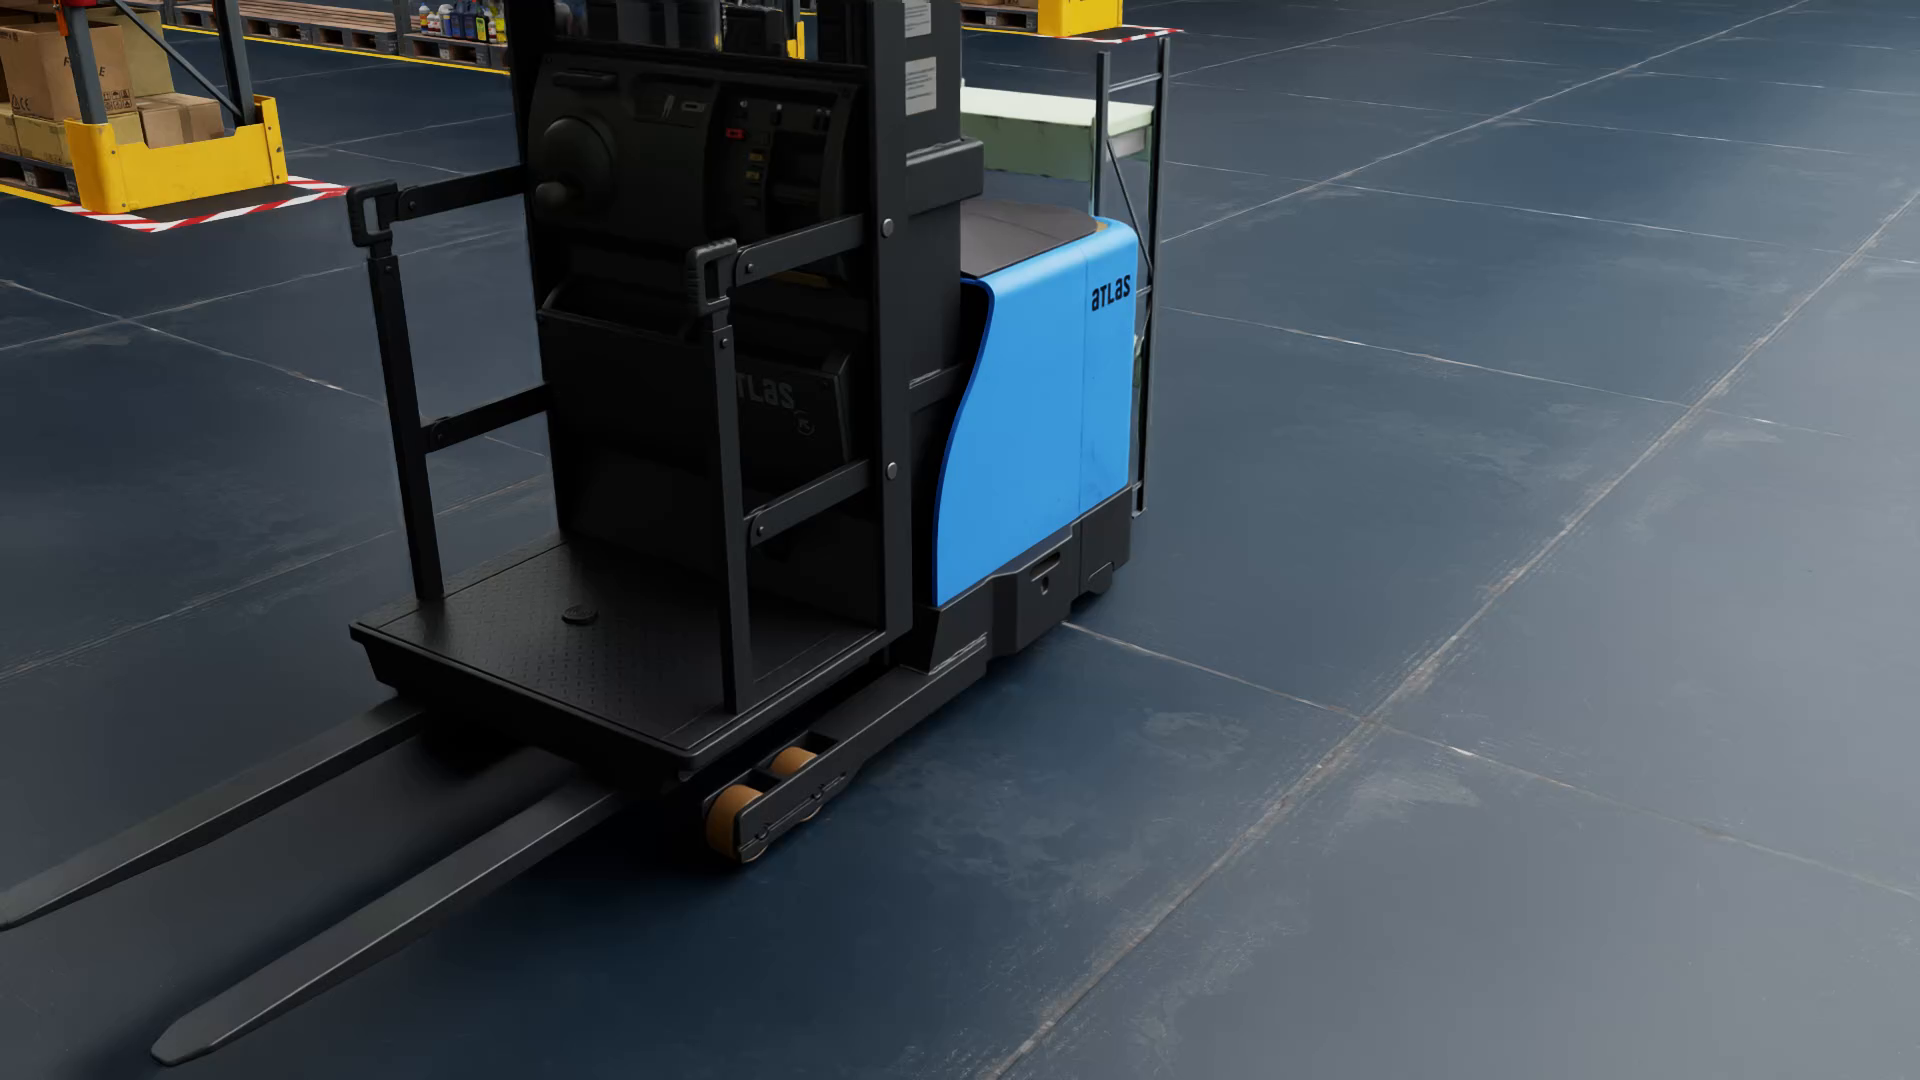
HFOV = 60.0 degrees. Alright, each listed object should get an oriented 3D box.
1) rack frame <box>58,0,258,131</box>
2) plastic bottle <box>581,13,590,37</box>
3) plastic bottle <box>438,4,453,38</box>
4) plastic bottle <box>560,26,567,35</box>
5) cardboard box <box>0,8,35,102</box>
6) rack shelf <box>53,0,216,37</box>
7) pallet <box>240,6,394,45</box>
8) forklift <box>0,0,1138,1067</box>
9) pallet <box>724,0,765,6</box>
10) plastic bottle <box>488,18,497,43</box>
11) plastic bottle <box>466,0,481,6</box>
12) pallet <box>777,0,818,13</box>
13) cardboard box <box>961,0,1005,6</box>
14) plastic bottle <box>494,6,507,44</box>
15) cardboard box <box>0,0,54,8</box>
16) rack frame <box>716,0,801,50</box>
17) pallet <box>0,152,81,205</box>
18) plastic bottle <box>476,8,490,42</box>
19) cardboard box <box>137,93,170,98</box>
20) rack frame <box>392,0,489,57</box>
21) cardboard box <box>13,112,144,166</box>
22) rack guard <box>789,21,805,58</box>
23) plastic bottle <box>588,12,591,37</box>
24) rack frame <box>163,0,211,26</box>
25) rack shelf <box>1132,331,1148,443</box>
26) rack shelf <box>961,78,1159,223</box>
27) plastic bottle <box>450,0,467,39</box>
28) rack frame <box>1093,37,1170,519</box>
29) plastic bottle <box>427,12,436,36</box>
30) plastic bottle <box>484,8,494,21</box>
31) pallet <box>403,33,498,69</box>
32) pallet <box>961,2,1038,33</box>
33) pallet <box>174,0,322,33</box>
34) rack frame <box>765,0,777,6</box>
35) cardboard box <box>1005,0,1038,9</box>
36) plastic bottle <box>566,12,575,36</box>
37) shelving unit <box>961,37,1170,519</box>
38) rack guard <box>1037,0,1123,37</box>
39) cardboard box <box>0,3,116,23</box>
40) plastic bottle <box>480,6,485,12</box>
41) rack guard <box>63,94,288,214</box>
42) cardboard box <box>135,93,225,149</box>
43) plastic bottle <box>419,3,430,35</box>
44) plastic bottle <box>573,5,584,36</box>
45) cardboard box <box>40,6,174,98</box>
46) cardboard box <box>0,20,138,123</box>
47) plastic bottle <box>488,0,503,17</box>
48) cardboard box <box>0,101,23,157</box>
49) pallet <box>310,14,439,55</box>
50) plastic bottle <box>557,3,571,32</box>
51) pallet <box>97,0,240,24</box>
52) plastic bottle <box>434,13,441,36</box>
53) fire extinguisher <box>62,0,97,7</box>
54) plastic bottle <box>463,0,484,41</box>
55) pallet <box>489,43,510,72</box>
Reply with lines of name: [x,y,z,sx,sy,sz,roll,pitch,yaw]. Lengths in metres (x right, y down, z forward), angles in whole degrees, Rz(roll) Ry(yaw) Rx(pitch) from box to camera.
rack frame: [-4.634,-3.450,9.360,0.127,3.000,1.000,17,29,33]
plastic bottle: [-3.358,-4.638,14.981,0.097,0.201,0.097,0,24,0]
plastic bottle: [-4.594,-4.682,14.987,0.135,0.276,0.152,18,30,35]
plastic bottle: [-3.393,-4.271,14.147,0.097,0.201,0.097,0,24,0]
cardboard box: [-6.051,-2.998,10.293,0.500,0.500,0.500,17,29,33]
rack shelf: [-6.235,-3.604,10.603,4.000,0.370,1.077,17,29,33]
pallet: [-6.493,-5.211,16.814,1.213,0.211,1.003,17,29,33]
forklift: [-0.733,-0.853,3.552,1.130,2.935,3.031,15,28,31]
pallet: [-2.515,-6.524,19.796,1.213,0.211,1.003,17,29,33]
plastic bottle: [-4.101,-4.484,14.633,0.097,0.201,0.097,0,24,0]
plastic bottle: [-4.378,-4.721,14.984,0.185,0.351,0.144,17,29,33]
pallet: [-1.332,-6.185,19.027,1.213,0.211,1.003,17,29,33]
cardboard box: [0.322,-5.983,17.689,0.500,0.500,0.500,-17,29,-34]
plastic bottle: [-3.973,-4.526,14.542,0.185,0.351,0.144,17,29,33]
cardboard box: [-6.129,-3.292,10.961,0.500,0.500,0.500,17,29,33]
rack frame: [-1.660,-5.047,12.985,0.127,3.000,1.000,17,29,33]
pallet: [-5.271,-2.345,10.311,1.213,0.211,1.003,17,29,33]
plastic bottle: [-4.206,-4.545,14.668,0.133,0.283,0.061,18,30,36]
cardboard box: [-5.332,-2.705,10.558,0.500,0.250,0.500,17,29,33]
rack frame: [-4.861,-6.014,15.180,0.127,3.000,1.000,17,29,33]
cardboard box: [-5.241,-2.418,9.907,0.500,0.250,0.500,17,29,33]
rack guard: [-1.749,-3.906,13.496,0.348,0.500,1.175,17,29,33]
plastic bottle: [-3.279,-4.646,14.913,0.097,0.271,0.097,0,24,0]
rack frame: [-8.062,-6.982,17.376,0.127,3.000,1.000,17,29,33]
rack shelf: [0.191,-0.502,5.338,0.720,0.370,0.431,15,28,30]
rack shelf: [0.191,-1.158,5.049,0.720,0.370,0.431,15,28,30]
plastic bottle: [-4.464,-4.674,14.879,0.185,0.351,0.144,18,29,35]
rack frame: [0.496,-0.719,5.022,0.023,1.500,0.400,15,28,30]
plastic bottle: [-4.788,-4.692,15.104,0.097,0.201,0.097,0,24,0]
plastic bottle: [-4.173,-4.569,14.738,0.097,0.271,0.097,0,24,0]
pallet: [-4.349,-4.563,15.343,1.213,0.211,1.003,17,29,33]
pallet: [0.620,-5.595,17.687,1.213,0.211,1.003,17,29,33]
pallet: [-7.465,-5.506,17.484,1.213,0.211,1.003,17,29,33]
rack frame: [-1.891,-7.612,18.807,0.127,3.000,1.000,17,29,33]
cardboard box: [0.820,-5.850,17.386,0.500,0.500,0.500,-20,31,-38]
plastic bottle: [-3.522,-4.688,15.094,0.097,0.201,0.097,0,24,0]
shelving unit: [0.191,-0.800,5.207,0.755,1.500,0.431,15,28,30]
rack guard: [1.249,-5.520,17.157,0.348,0.500,1.175,17,29,33]
cardboard box: [-5.739,-3.166,10.674,0.500,0.500,0.500,17,29,33]
plastic bottle: [-4.276,-4.642,14.904,0.097,0.271,0.097,0,24,0]
rack guard: [-4.615,-2.300,9.851,0.348,0.500,1.175,17,29,33]
cardboard box: [-4.930,-2.585,10.287,0.500,0.250,0.500,17,29,33]
plastic bottle: [-4.869,-4.749,15.146,0.097,0.271,0.097,0,24,0]
plastic bottle: [-3.441,-4.695,15.024,0.097,0.271,0.097,0,24,0]
cardboard box: [-5.331,-3.049,10.409,0.500,0.500,0.500,17,29,33]
cardboard box: [-5.242,-2.761,9.755,0.500,0.500,0.500,17,29,33]
plastic bottle: [-4.259,-4.894,15.378,0.185,0.351,0.144,17,29,33]
cardboard box: [-5.648,-2.535,10.173,0.500,0.250,0.500,17,29,33]
pallet: [-5.513,-4.916,16.145,1.213,0.211,1.003,17,29,33]
plastic bottle: [-3.633,-4.742,15.124,0.135,0.276,0.152,17,29,34]
pallet: [-8.718,-5.883,18.340,1.213,0.211,1.003,17,29,33]
plastic bottle: [-4.706,-4.668,15.048,0.097,0.201,0.097,0,24,0]
fire extinguisher: [-4.818,-3.236,8.970,0.183,0.674,0.296,17,29,33]
plastic bottle: [-4.313,-4.629,14.775,0.185,0.351,0.144,15,28,31]
pallet: [-3.368,-4.268,14.674,1.213,0.211,1.003,17,29,33]
